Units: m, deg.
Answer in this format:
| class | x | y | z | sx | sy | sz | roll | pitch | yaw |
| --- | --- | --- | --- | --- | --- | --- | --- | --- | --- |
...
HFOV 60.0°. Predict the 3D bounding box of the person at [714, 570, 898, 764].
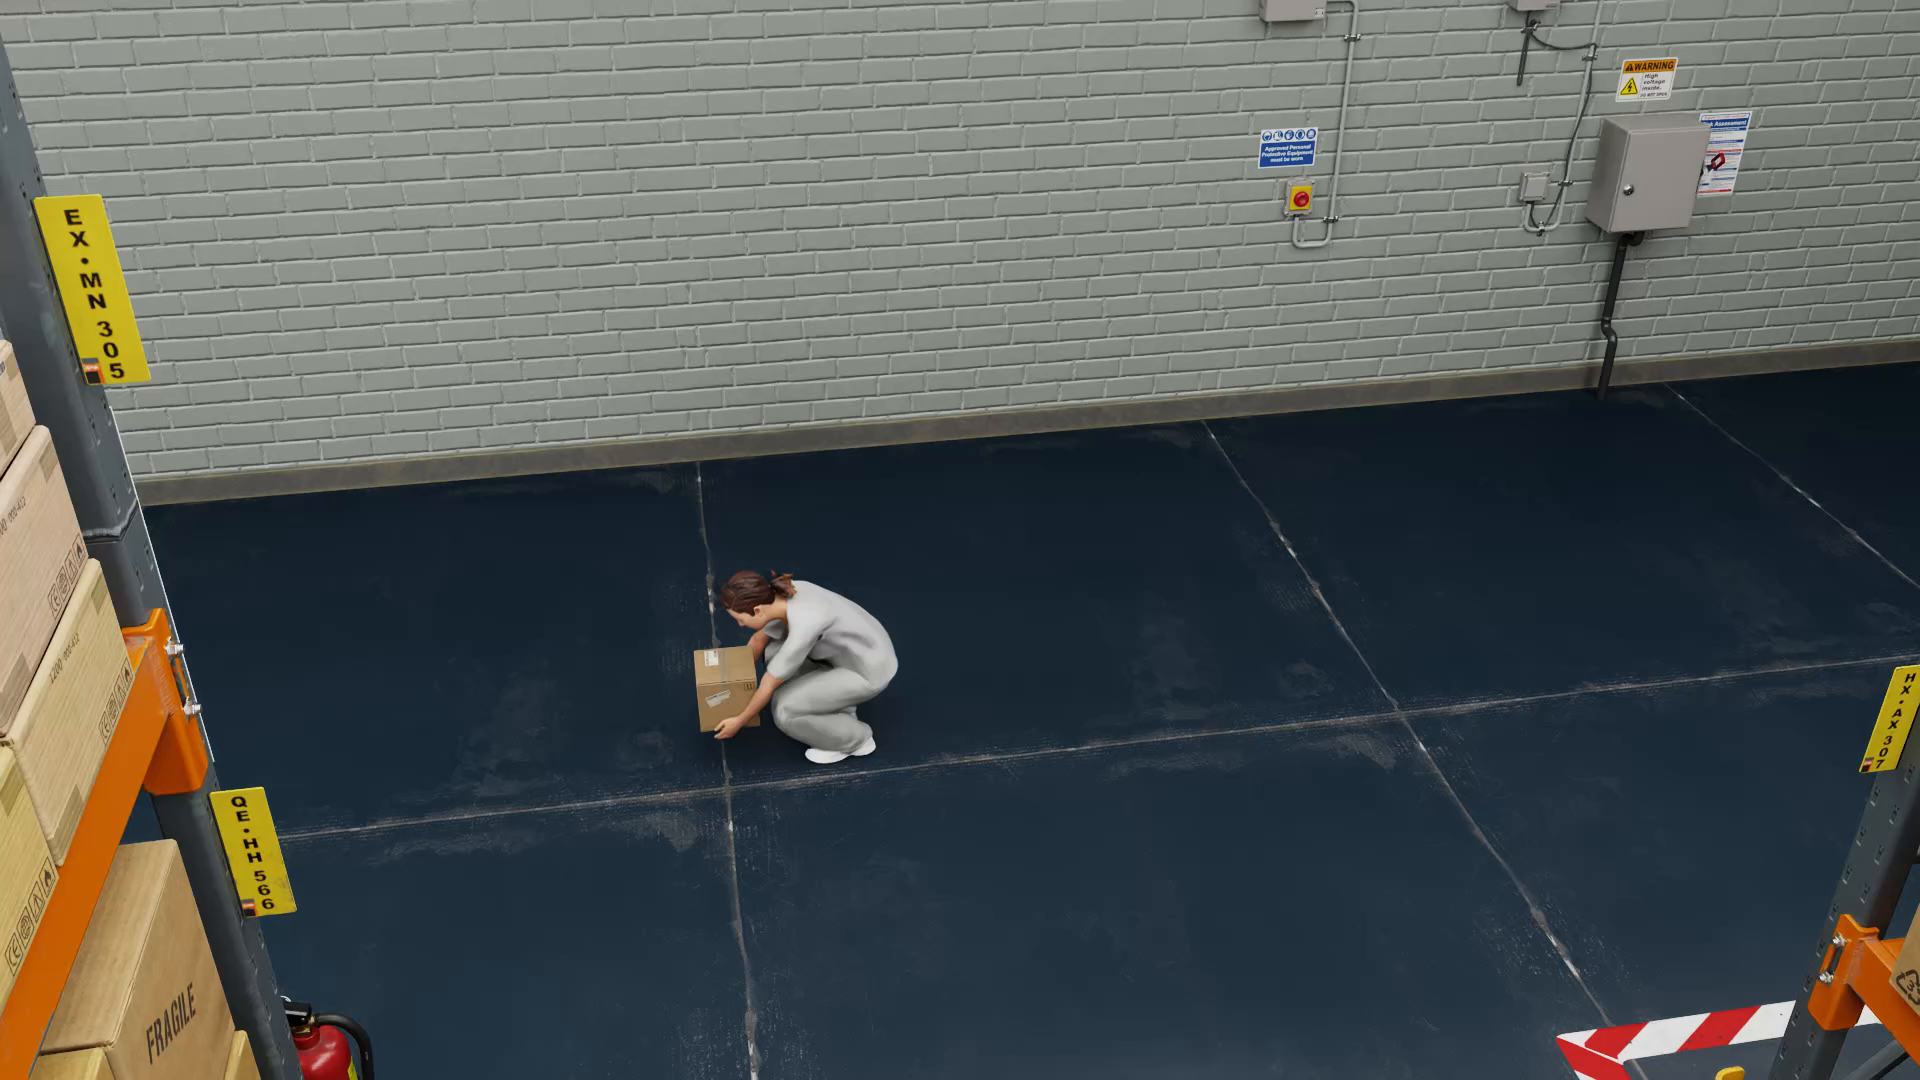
| class | x | y | z | sx | sy | sz | roll | pitch | yaw |
| --- | --- | --- | --- | --- | --- | --- | --- | --- | --- |
| person | -0.666 | 0.492 | 7.040 | 0.804 | 0.933 | 0.477 | -5 | 31 | -9 |
